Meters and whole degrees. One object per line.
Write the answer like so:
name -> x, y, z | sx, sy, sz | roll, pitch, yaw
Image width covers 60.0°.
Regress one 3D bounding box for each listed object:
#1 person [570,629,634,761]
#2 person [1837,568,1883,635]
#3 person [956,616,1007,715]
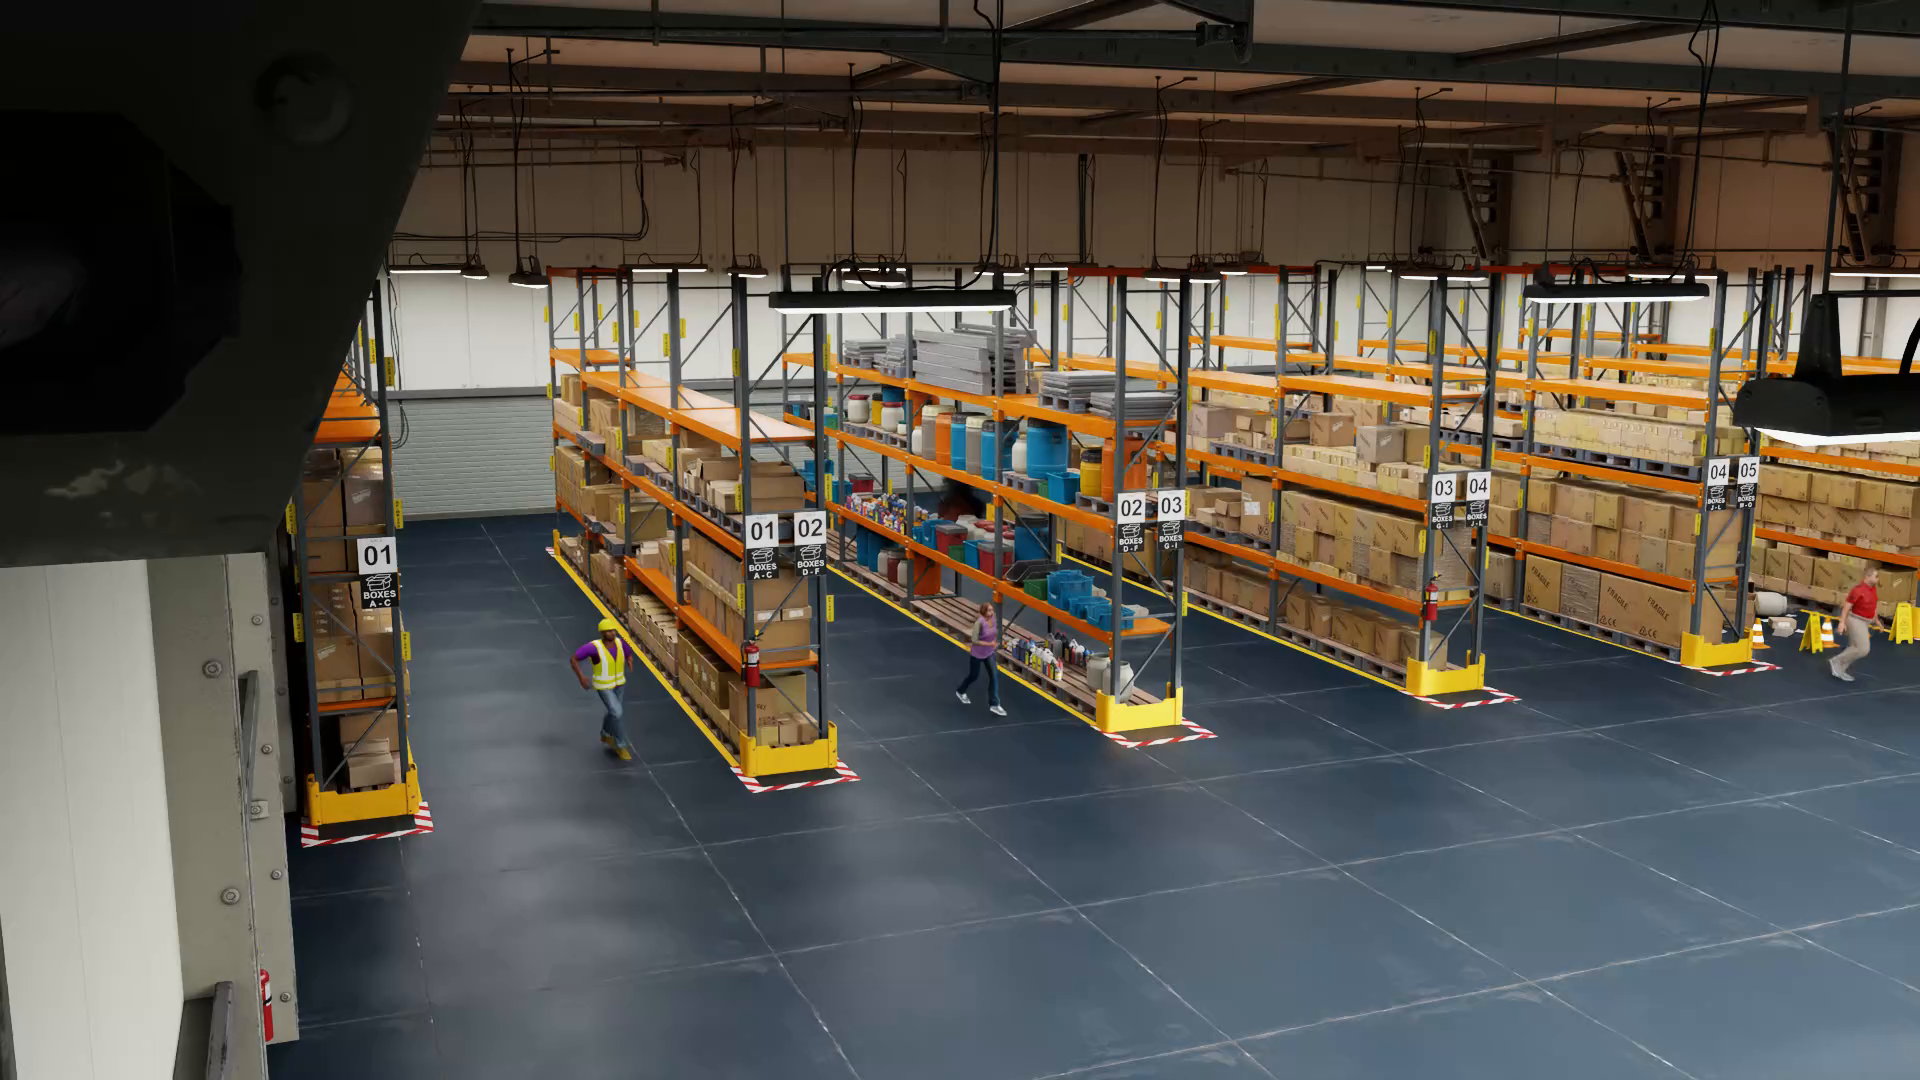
person -> -4.441, 1.892, 20.921 | 0.722, 1.787, 0.806 | 8, 13, 40
person -> 13.332, 0.900, 24.530 | 0.475, 0.983, 0.656 | 10, 14, 44
person -> 0.286, 1.690, 22.940 | 0.352, 1.361, 0.926 | -9, 13, -41
